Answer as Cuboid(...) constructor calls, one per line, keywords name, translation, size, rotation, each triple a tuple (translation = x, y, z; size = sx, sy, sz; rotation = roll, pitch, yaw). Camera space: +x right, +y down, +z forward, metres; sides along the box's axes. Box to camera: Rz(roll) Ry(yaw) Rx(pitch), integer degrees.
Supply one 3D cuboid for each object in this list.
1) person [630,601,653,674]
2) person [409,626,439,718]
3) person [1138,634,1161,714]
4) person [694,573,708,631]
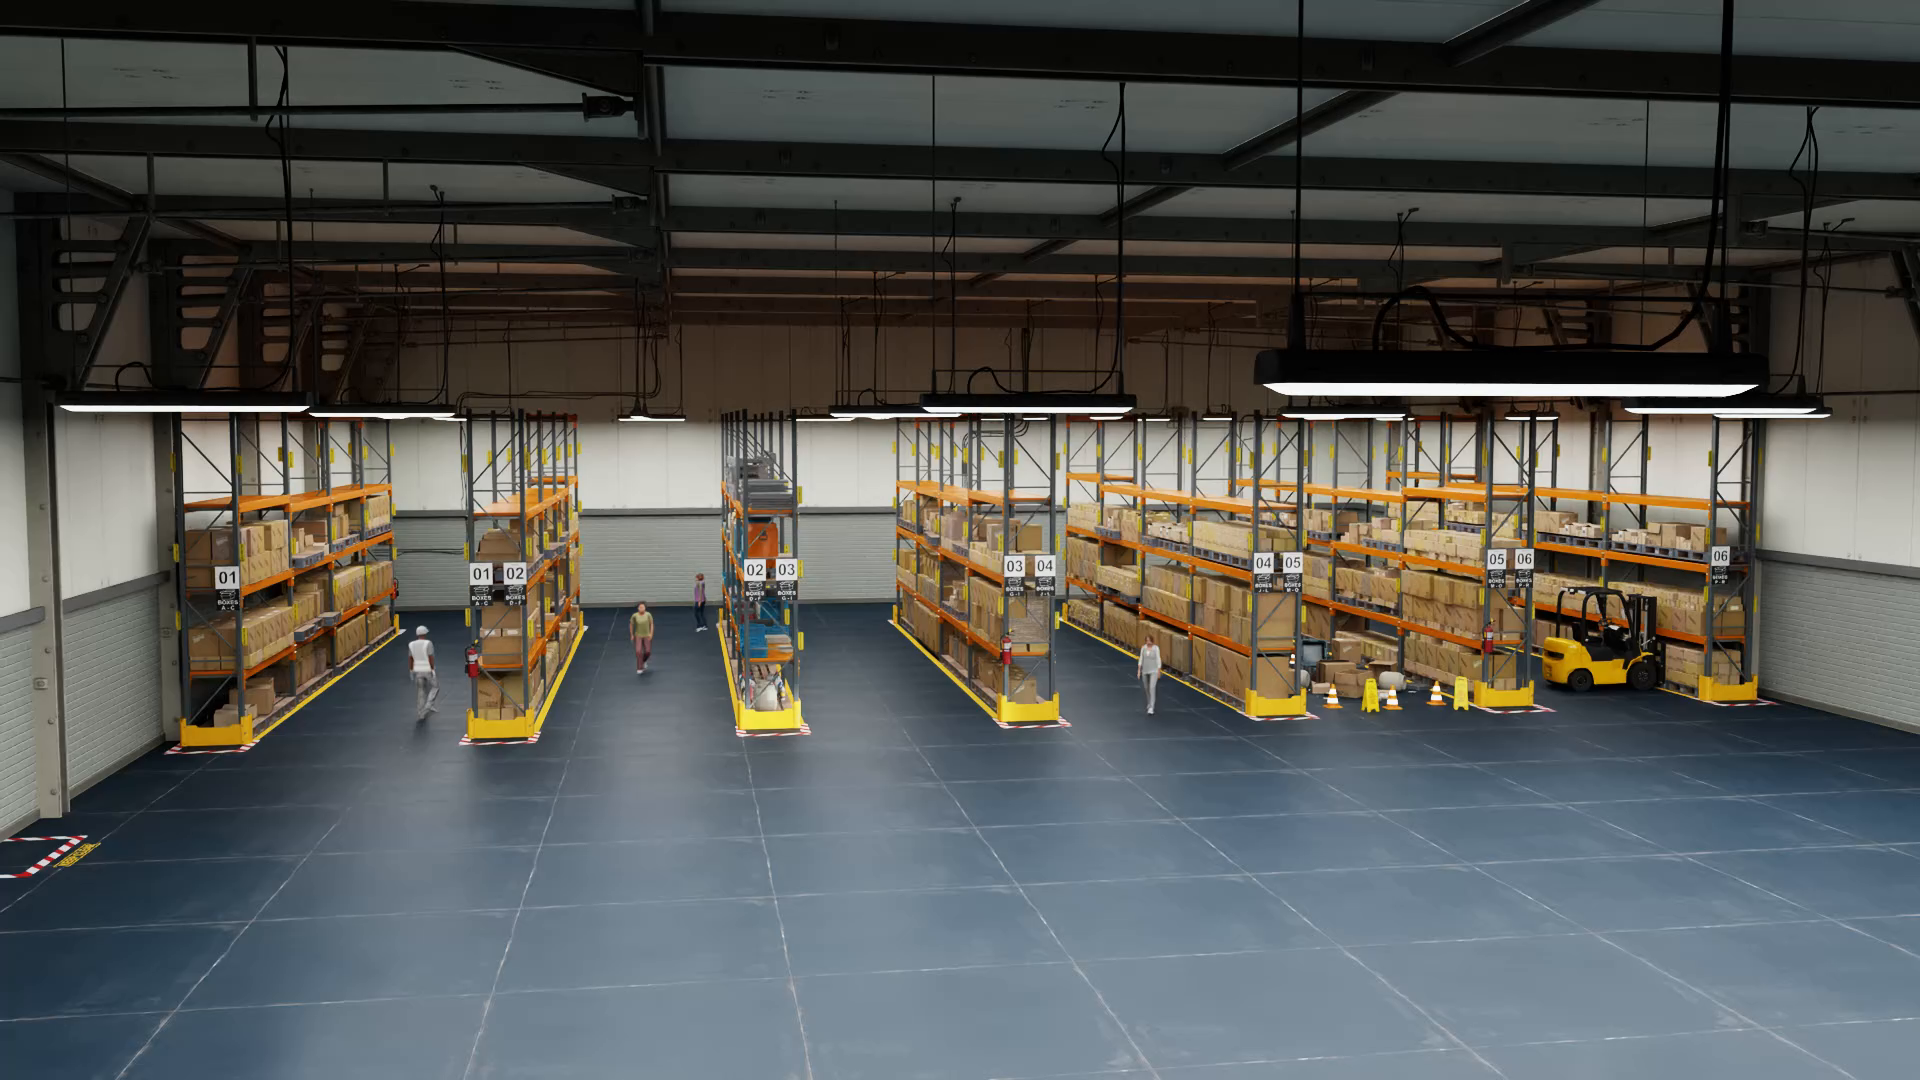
Cuboid(name="person", translation=(-7.354, 2.231, 38.387), size=(0.534, 1.655, 0.638), rotation=(-1, 4, -15))
Cuboid(name="person", translation=(-10.463, 2.571, 32.407), size=(0.594, 1.770, 0.521), rotation=(0, 4, -1))
Cuboid(name="person", translation=(3.767, 2.636, 32.988), size=(0.426, 1.561, 0.817), rotation=(2, 5, 31))
Cuboid(name="person", translation=(-7.196, 1.739, 46.075), size=(0.431, 1.657, 0.469), rotation=(0, 4, 3))
